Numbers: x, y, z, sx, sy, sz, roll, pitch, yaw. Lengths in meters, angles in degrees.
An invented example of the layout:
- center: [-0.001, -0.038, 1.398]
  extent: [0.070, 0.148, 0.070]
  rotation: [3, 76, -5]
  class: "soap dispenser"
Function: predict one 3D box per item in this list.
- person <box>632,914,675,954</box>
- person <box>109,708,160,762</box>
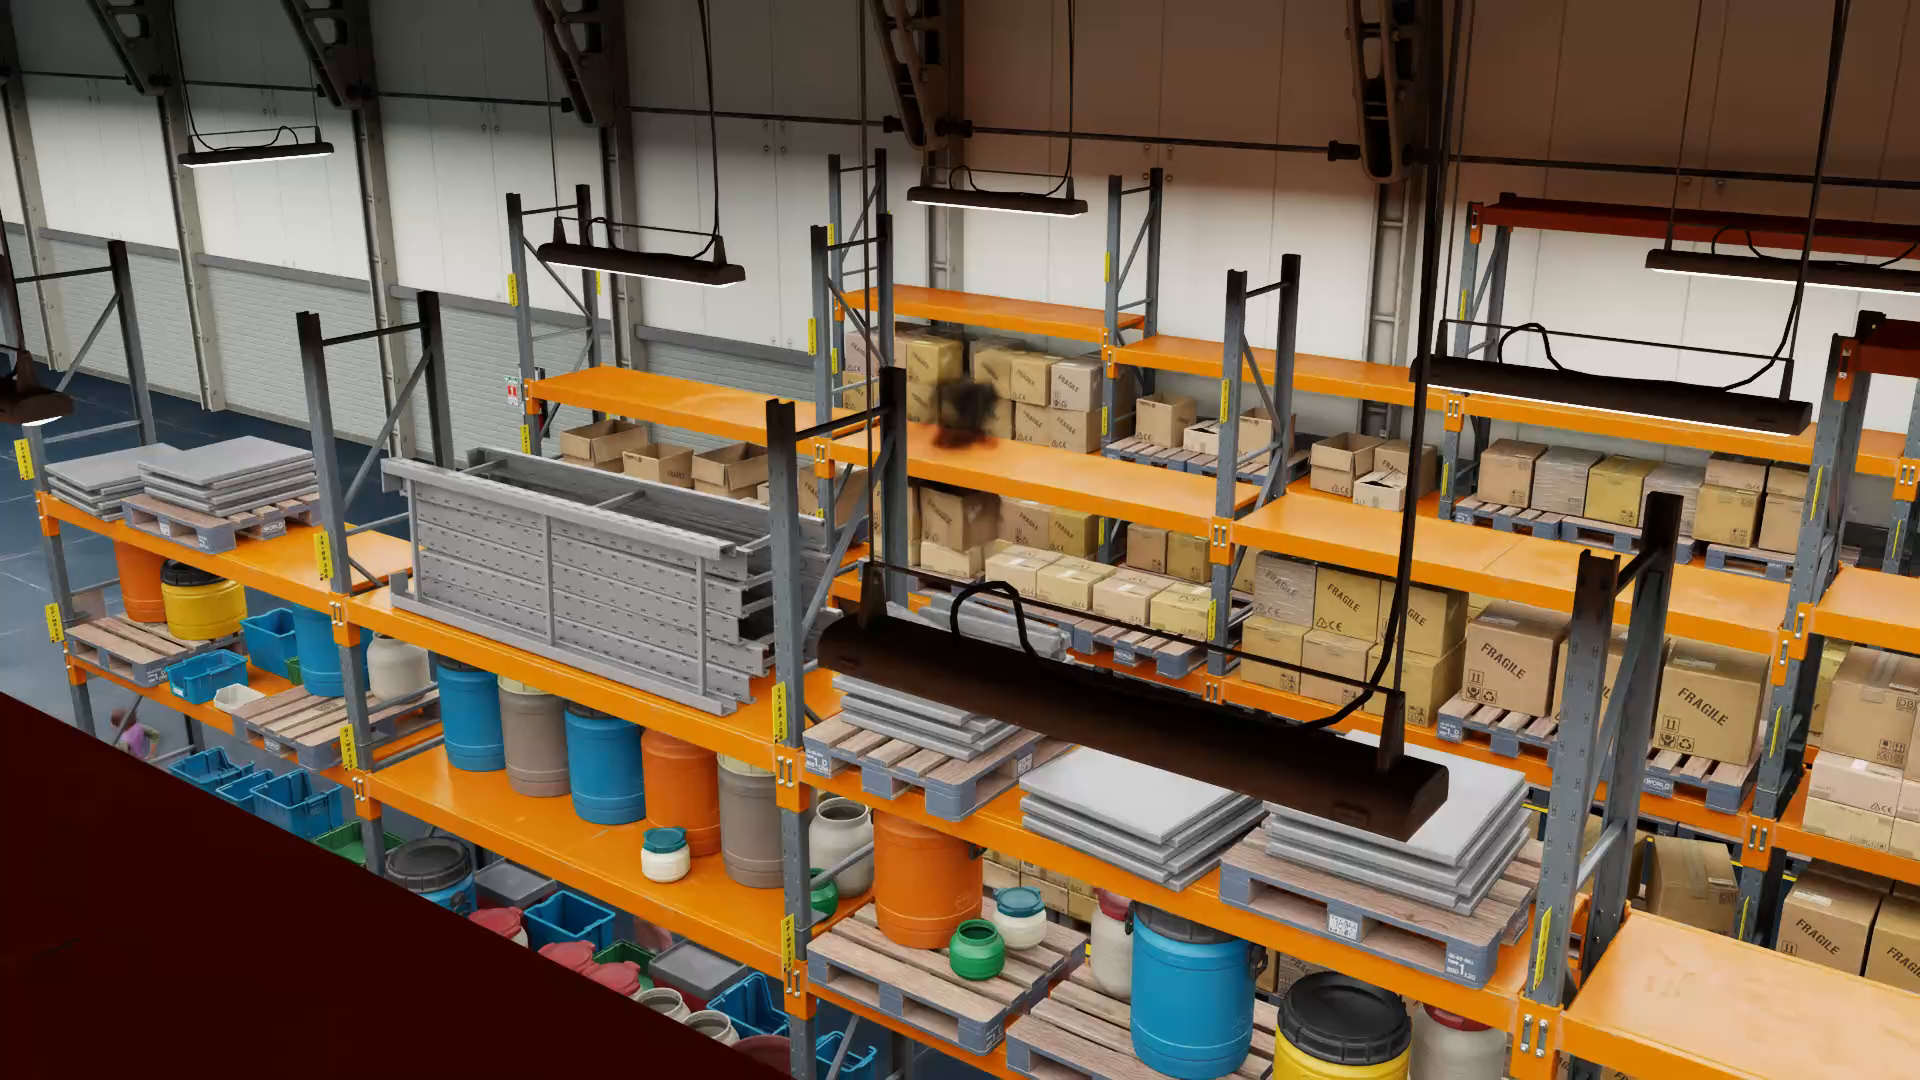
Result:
- center: [-2.578, 2.868, 13.857]
  extent: [0.688, 1.726, 0.561]
  rotation: [9, 21, 25]
  class: "person"
- center: [-7.857, 2.284, 15.803]
  extent: [0.635, 1.537, 0.528]
  rotation: [-6, 19, -17]
  class: "person"
